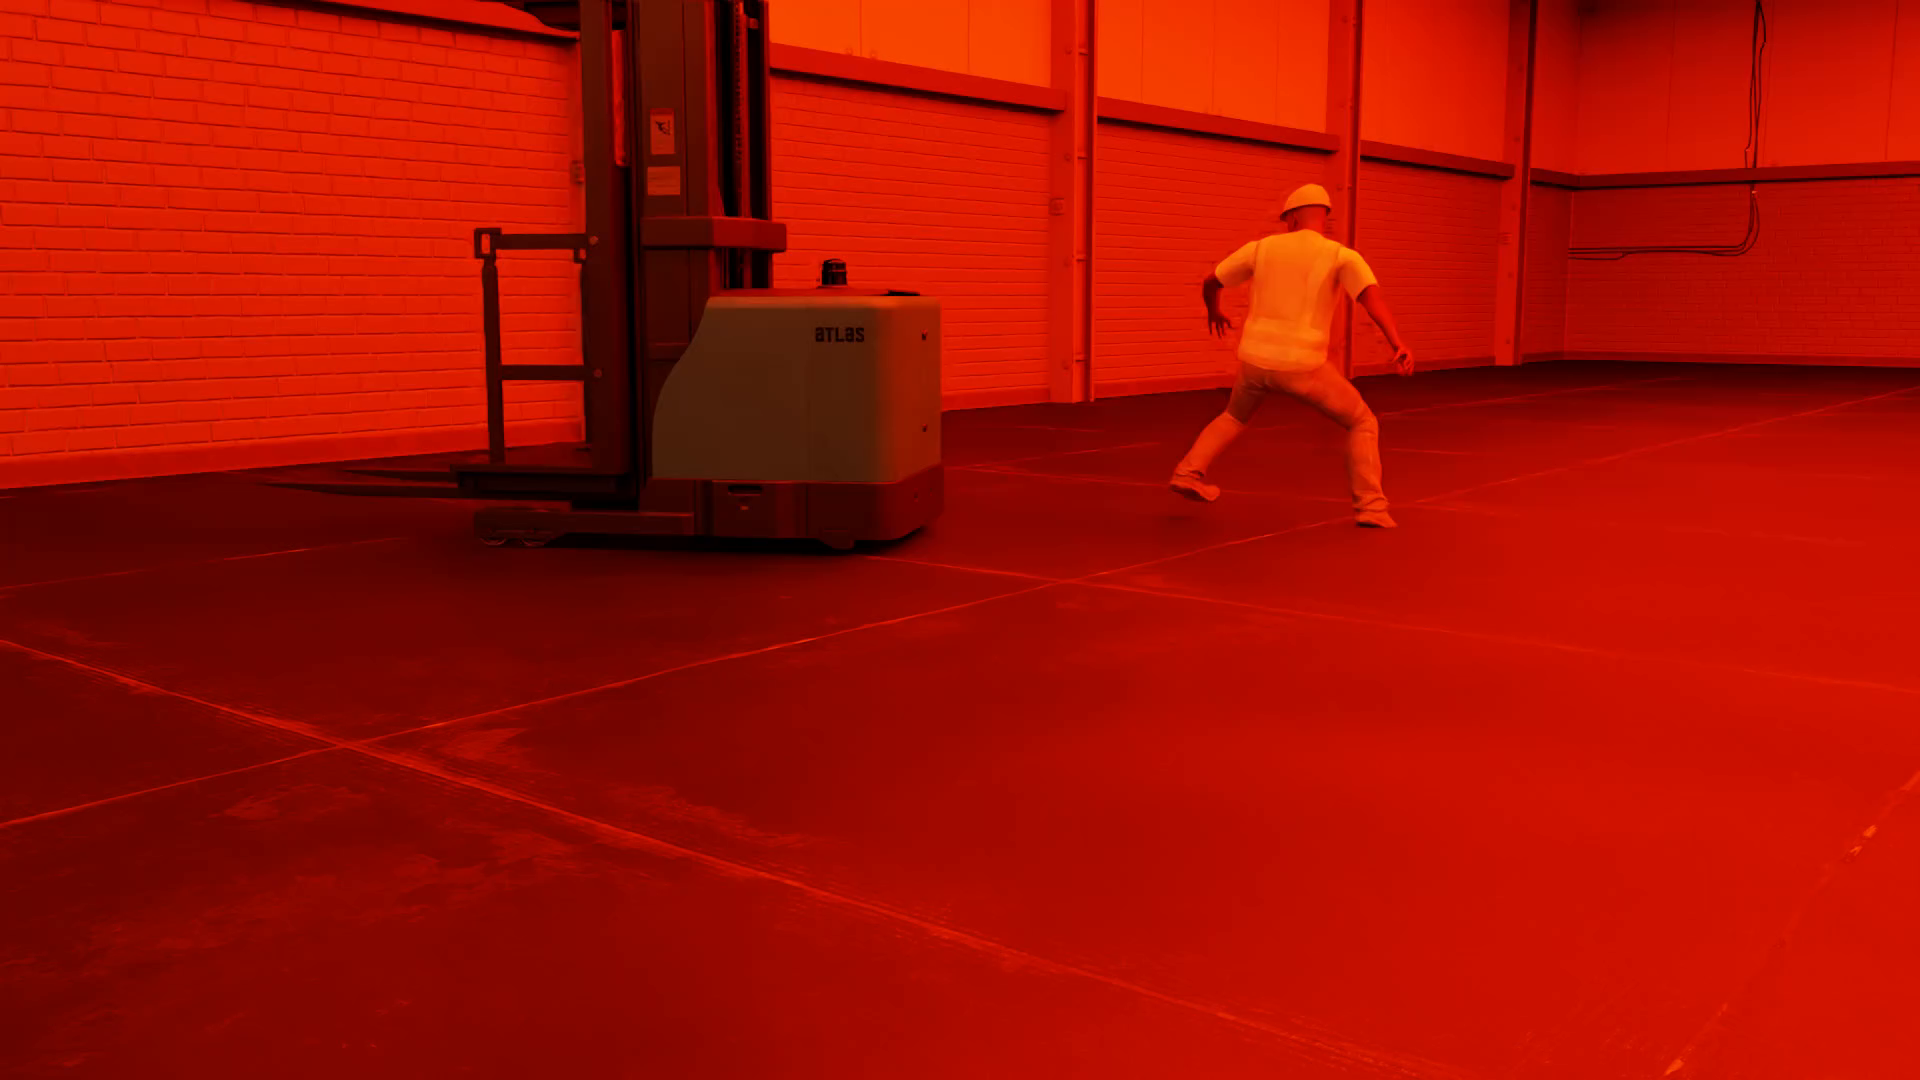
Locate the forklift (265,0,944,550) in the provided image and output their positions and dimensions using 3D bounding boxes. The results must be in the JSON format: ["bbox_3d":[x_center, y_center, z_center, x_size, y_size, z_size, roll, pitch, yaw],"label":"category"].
[{"bbox_3d":[-1.645,-1.491,7.474,3.031,2.935,1.130,2,8,11],"label":"forklift"}]

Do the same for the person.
[{"bbox_3d":[1.637,-0.841,7.872,1.224,1.675,0.556,7,11,39],"label":"person"}]
